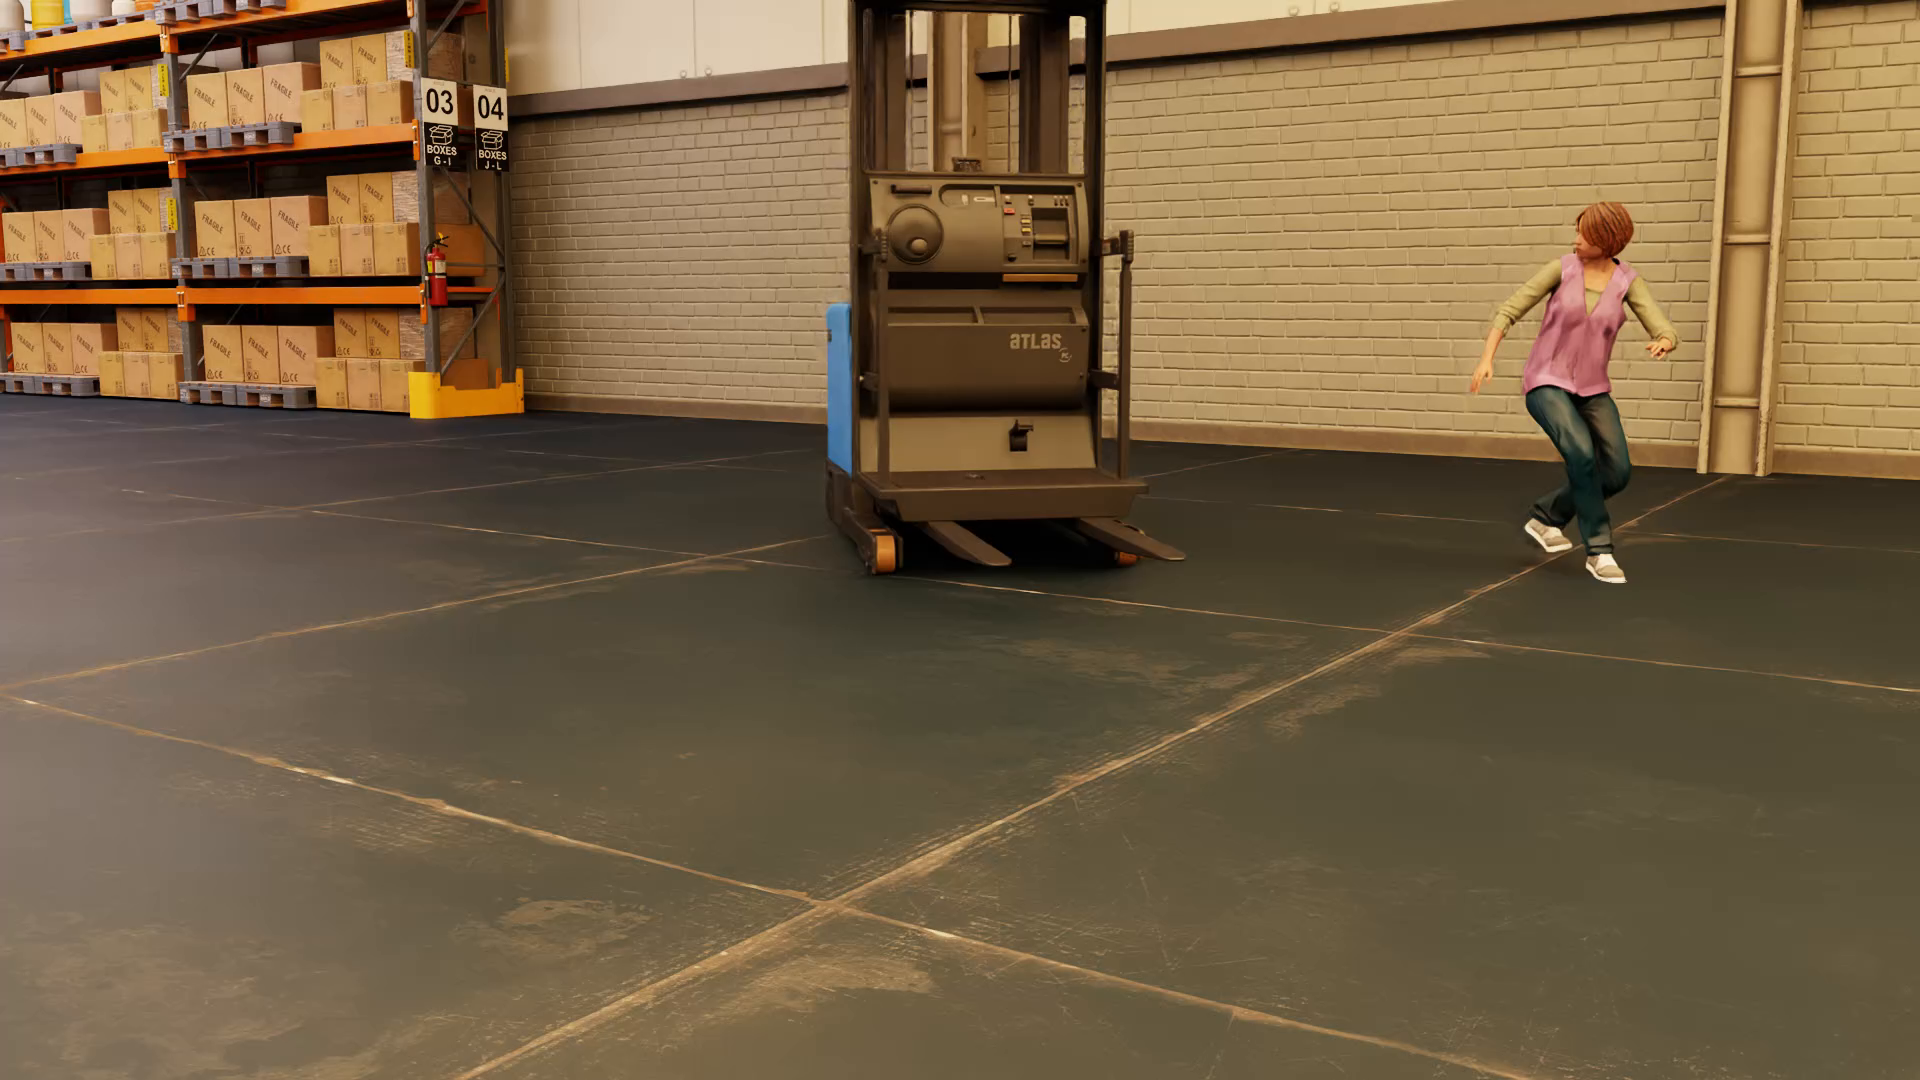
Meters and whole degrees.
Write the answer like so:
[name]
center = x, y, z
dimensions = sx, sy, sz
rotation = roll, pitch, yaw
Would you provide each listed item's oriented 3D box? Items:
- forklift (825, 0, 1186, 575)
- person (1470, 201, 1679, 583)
[forklift]
center = 0.128, -1.367, 6.805
dimensions = 1.130, 2.935, 3.031
rotation = -2, 8, -11
[person]
center = 2.409, -0.584, 6.556
dimensions = 0.744, 1.474, 0.774
rotation = 0, 8, -3
